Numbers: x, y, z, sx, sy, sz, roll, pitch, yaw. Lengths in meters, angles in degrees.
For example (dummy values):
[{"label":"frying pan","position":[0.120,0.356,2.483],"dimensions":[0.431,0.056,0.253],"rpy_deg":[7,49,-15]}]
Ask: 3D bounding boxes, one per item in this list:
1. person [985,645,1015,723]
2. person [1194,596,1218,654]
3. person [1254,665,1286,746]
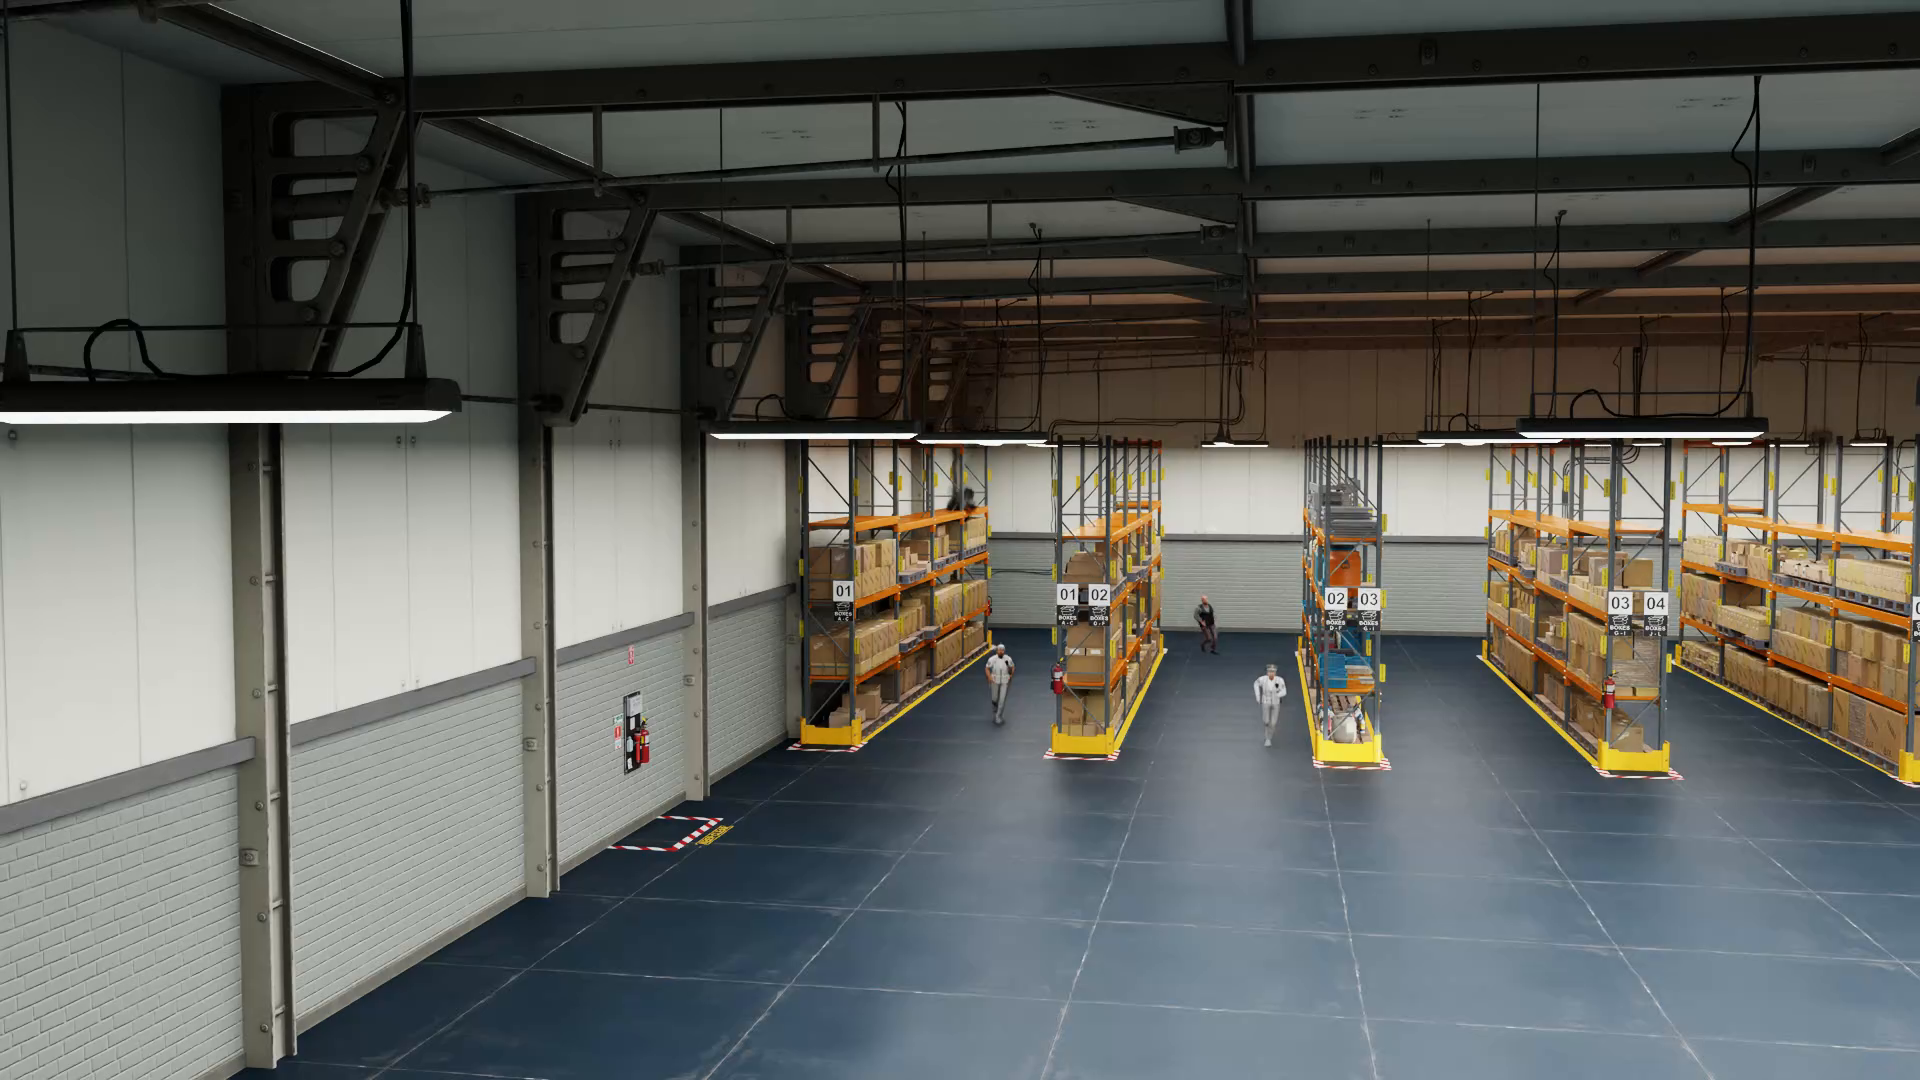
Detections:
[{"label":"person","position":[0.853,3.019,35.212],"dimensions":[0.626,1.638,0.628],"rpy_deg":[0,3,-2]},{"label":"person","position":[6.919,2.389,46.610],"dimensions":[0.663,1.647,0.559],"rpy_deg":[-1,3,-21]},{"label":"person","position":[5.981,3.187,32.071],"dimensions":[0.600,1.614,0.657],"rpy_deg":[0,3,7]}]
